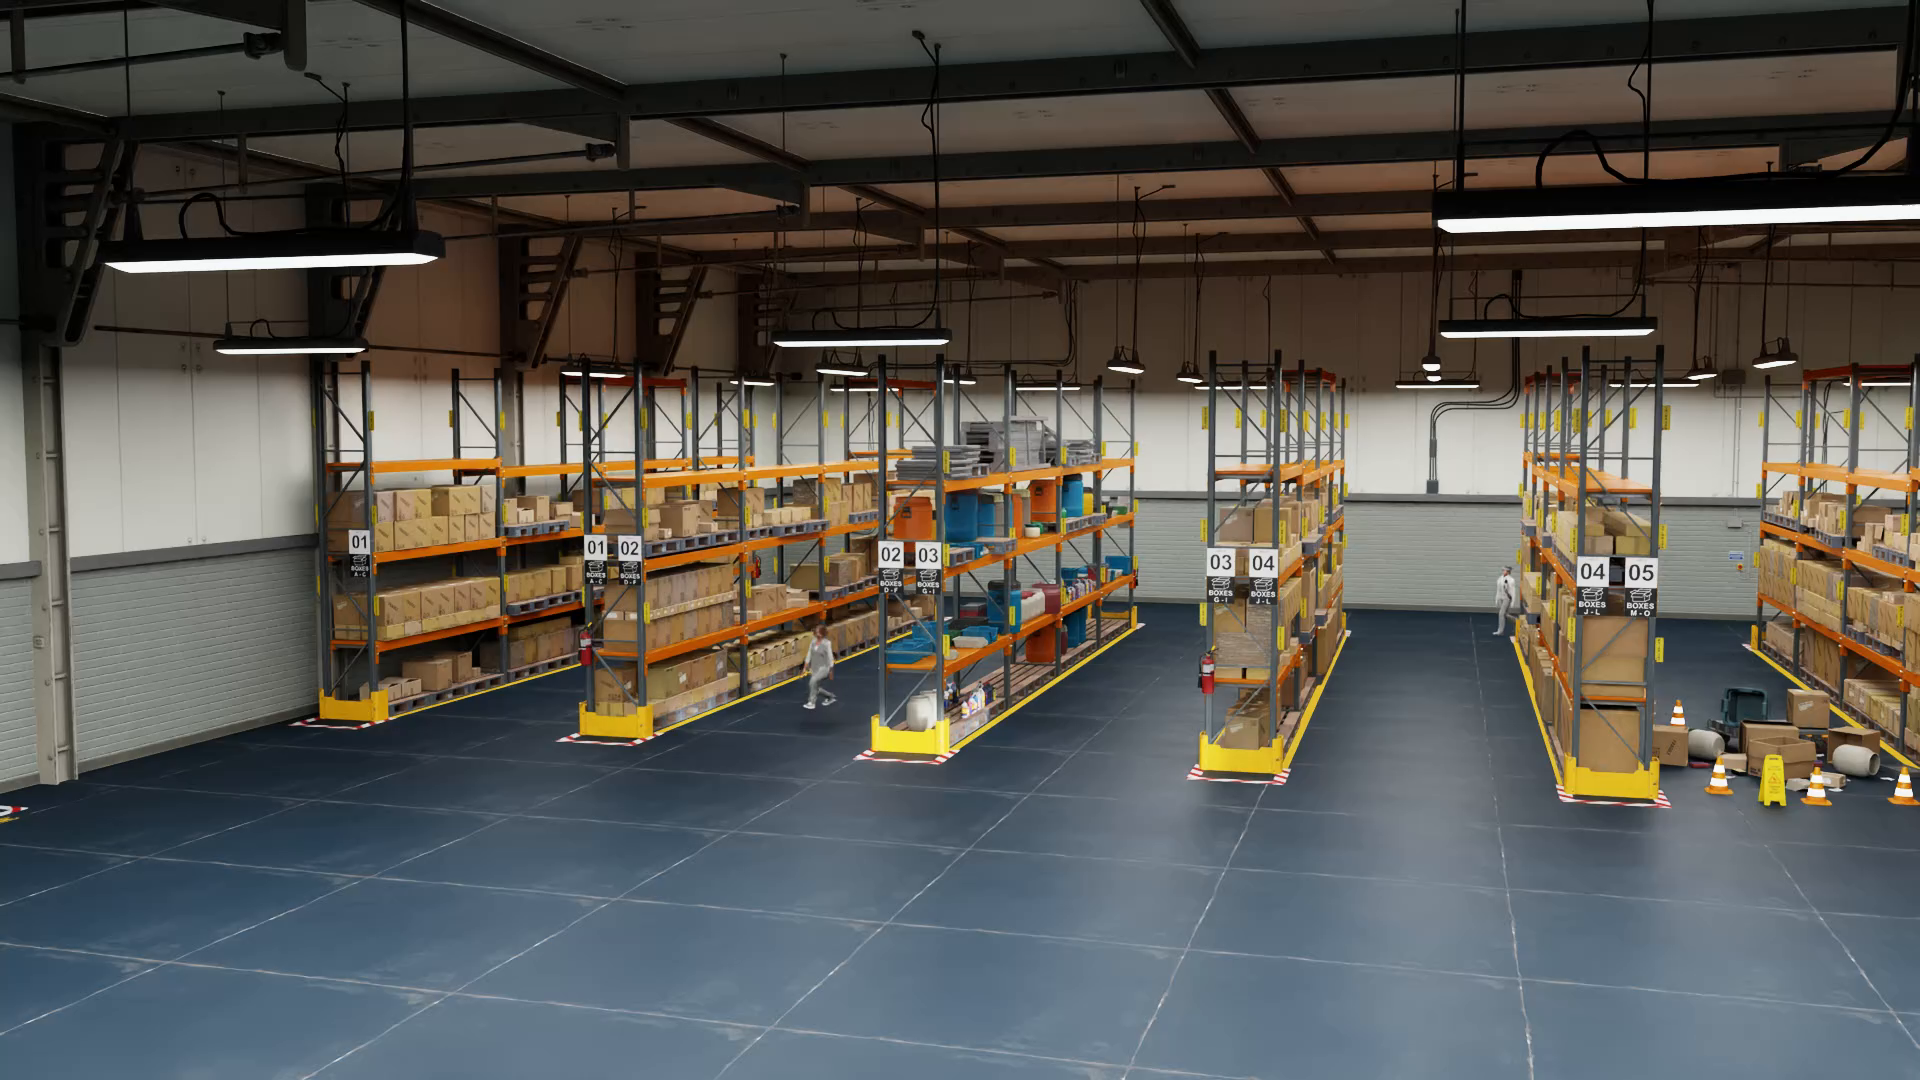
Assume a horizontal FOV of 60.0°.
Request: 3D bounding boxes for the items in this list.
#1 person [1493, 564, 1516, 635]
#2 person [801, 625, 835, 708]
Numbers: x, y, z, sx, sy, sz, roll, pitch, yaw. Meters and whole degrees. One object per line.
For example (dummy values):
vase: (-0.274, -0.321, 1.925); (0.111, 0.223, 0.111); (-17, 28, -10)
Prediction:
person: (12.796, 1.383, 38.871); (0.844, 1.648, 0.488); (-1, 4, -17)
person: (-2.342, 2.091, 27.451); (0.442, 1.389, 0.893); (3, 5, 33)
